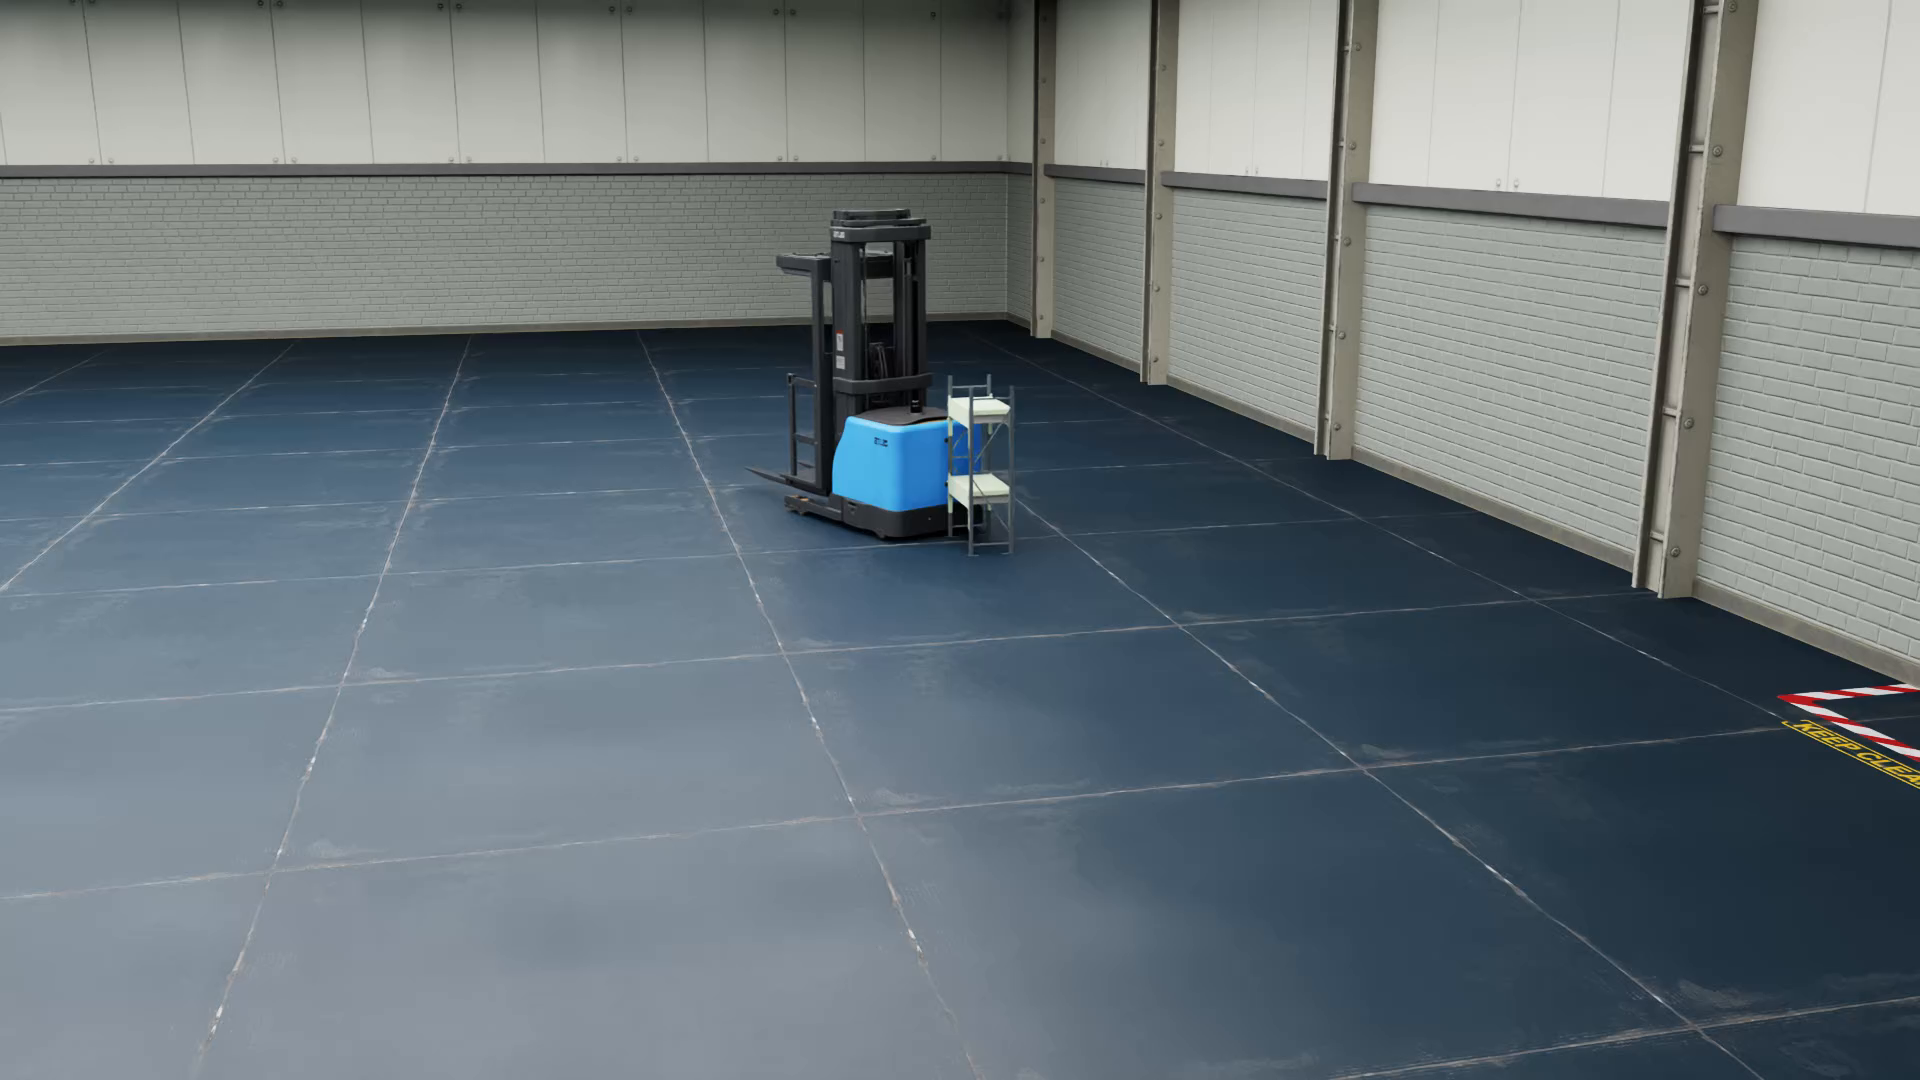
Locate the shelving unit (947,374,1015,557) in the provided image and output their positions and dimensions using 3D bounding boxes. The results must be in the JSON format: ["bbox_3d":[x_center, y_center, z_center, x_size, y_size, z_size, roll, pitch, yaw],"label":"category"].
[{"bbox_3d":[0.181,-0.676,14.857,0.431,1.500,0.755,-4,14,-14],"label":"shelving unit"}]

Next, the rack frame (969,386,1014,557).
[{"bbox_3d":[0.274,-0.592,14.513,0.400,1.500,0.023,-4,14,-14],"label":"rack frame"}]

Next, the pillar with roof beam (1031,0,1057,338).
[{"bbox_3d":[-2.688,-7.868,28.492,9.100,9.000,0.400,-3,14,-13],"label":"pillar with roof beam"}]

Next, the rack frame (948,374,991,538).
[{"bbox_3d":[0.088,-0.760,15.201,0.400,1.500,0.023,-4,14,-14],"label":"rack frame"}]

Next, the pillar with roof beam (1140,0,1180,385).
[{"bbox_3d":[-1.279,-6.483,22.826,9.100,9.000,0.400,-3,14,-13],"label":"pillar with roof beam"}]

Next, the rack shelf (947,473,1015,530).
[{"bbox_3d":[0.181,-0.359,14.934,0.431,0.370,0.720,-4,14,-14],"label":"rack shelf"}]

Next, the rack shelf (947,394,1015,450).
[{"bbox_3d":[0.181,-1.055,14.764,0.431,0.370,0.720,-4,14,-14],"label":"rack shelf"}]

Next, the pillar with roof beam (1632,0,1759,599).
[{"bbox_3d":[1.540,-3.715,11.495,9.100,9.000,0.400,-3,14,-13],"label":"pillar with roof beam"}]

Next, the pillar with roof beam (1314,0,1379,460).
[{"bbox_3d":[0.131,-5.099,17.161,9.100,9.000,0.400,-3,14,-13],"label":"pillar with roof beam"}]

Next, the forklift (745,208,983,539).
[{"bbox_3d":[-1.075,-1.728,16.148,1.130,2.935,3.031,-10,17,-36],"label":"forklift"}]
